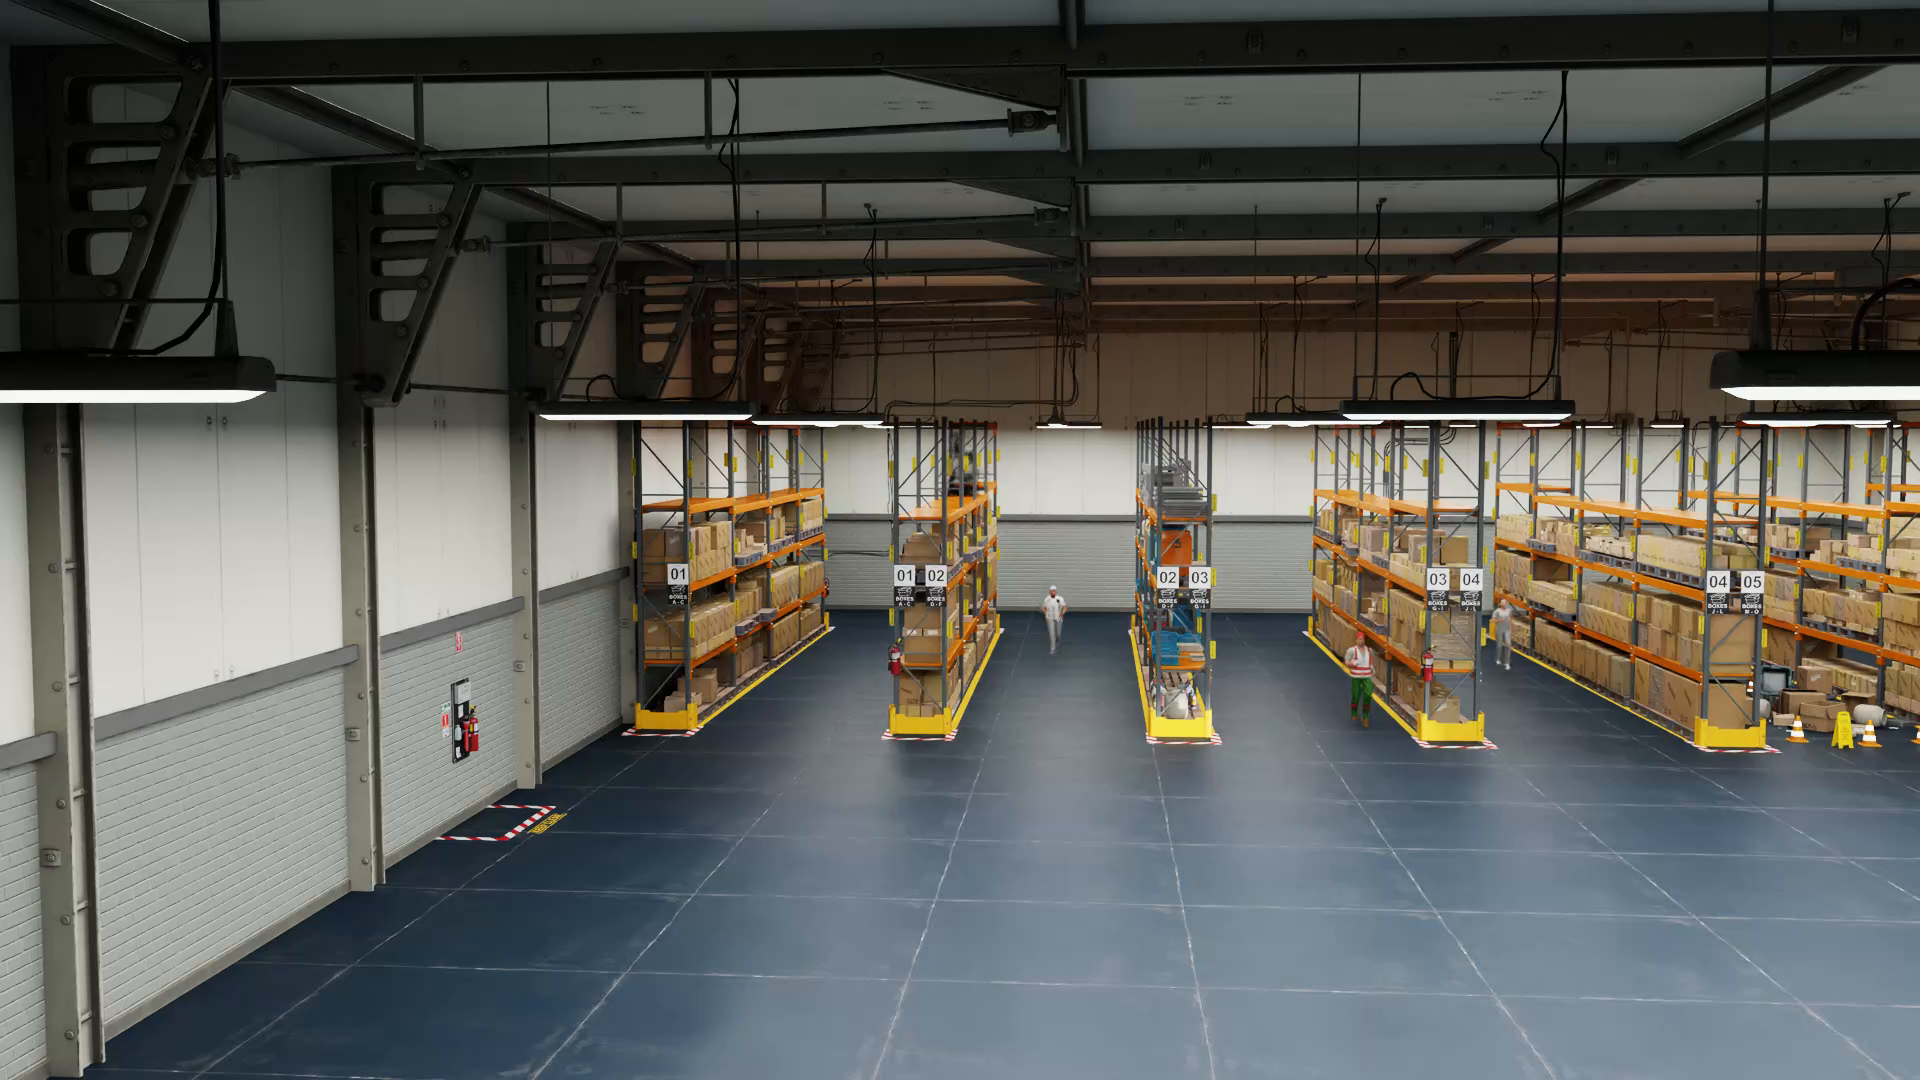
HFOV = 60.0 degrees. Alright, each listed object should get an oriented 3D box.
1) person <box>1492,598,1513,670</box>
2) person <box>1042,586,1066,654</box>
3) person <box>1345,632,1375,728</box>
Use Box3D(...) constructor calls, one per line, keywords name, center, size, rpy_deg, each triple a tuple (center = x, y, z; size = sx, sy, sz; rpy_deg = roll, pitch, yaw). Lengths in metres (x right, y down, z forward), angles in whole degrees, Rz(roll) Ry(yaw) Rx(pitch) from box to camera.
Box3D(name="person", center=(13.137, 2.242, 40.257), size=(0.555, 1.705, 0.833), rpy_deg=(0, 4, 5))
Box3D(name="person", center=(2.309, 1.960, 40.807), size=(0.602, 1.655, 0.536), rpy_deg=(0, 4, 5))
Box3D(name="person", center=(7.805, 2.710, 32.379), size=(0.633, 1.842, 0.739), rpy_deg=(0, 4, 0))
